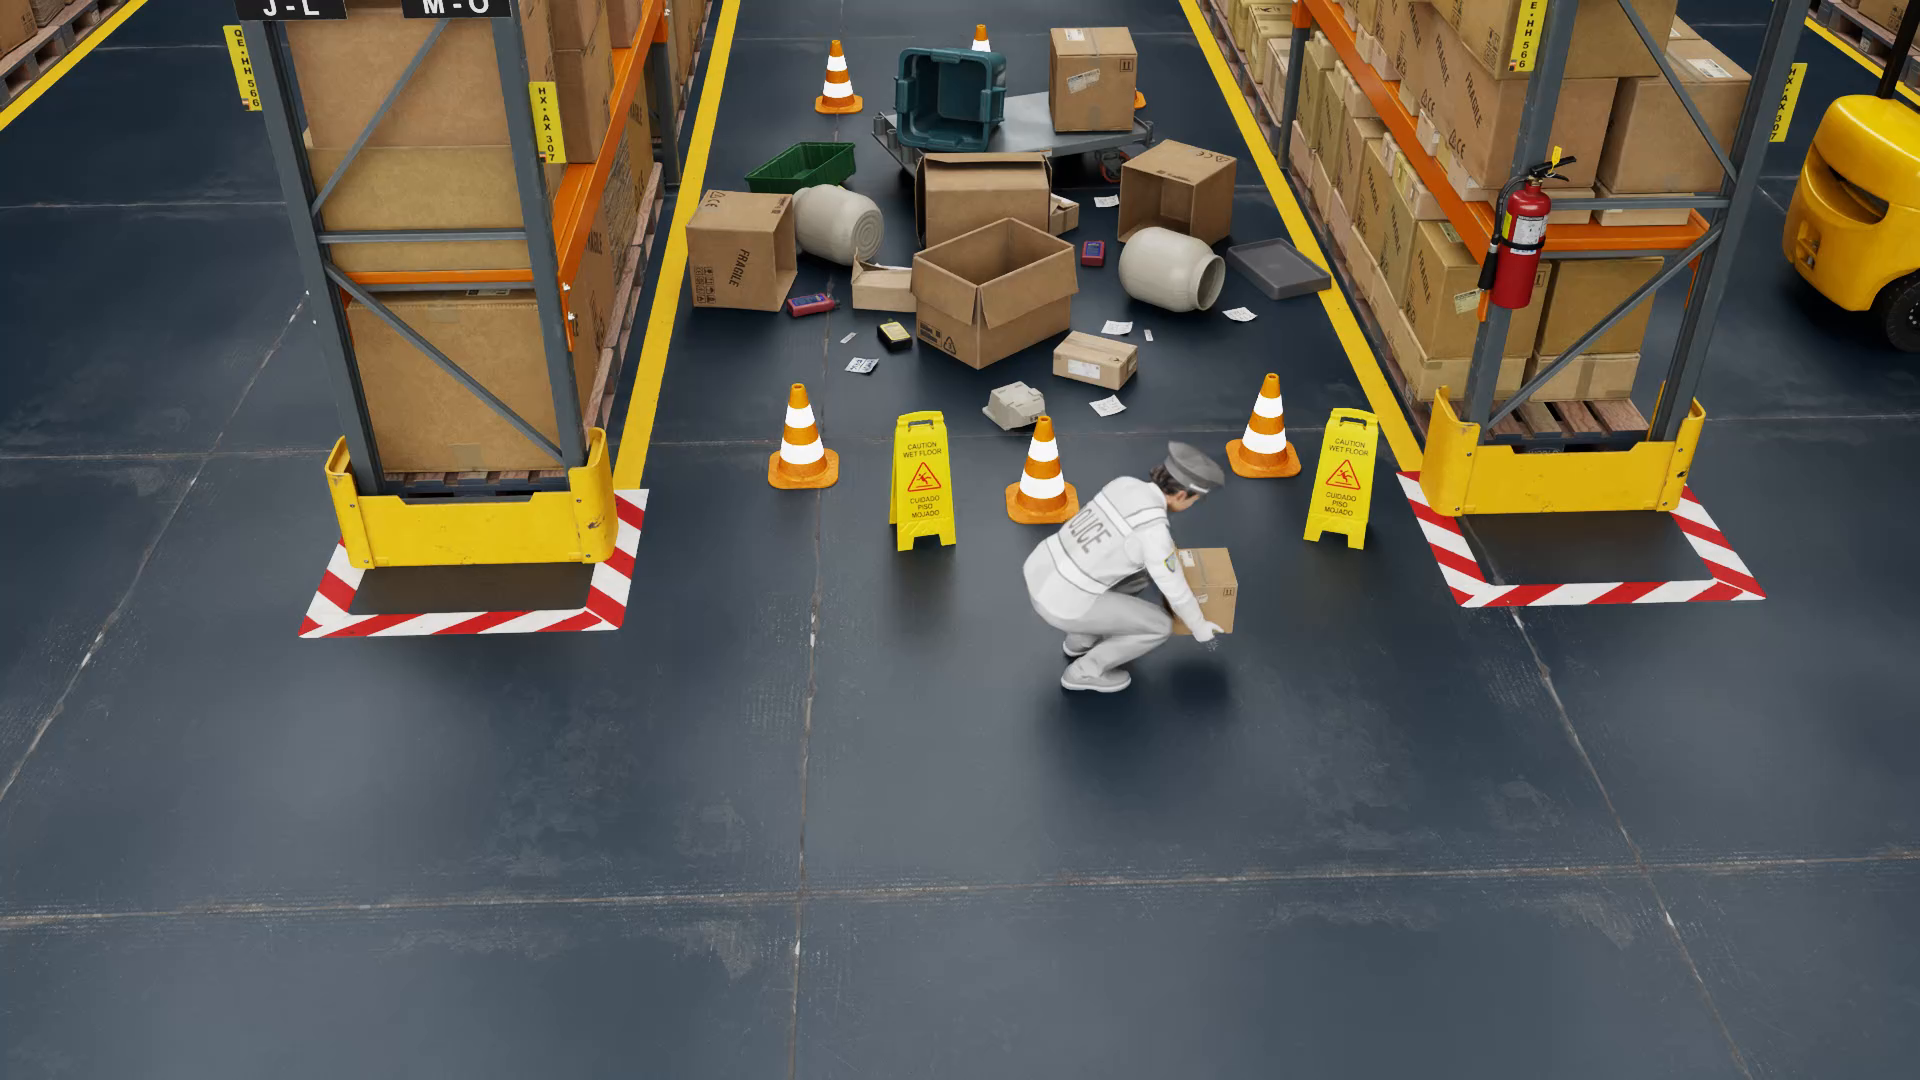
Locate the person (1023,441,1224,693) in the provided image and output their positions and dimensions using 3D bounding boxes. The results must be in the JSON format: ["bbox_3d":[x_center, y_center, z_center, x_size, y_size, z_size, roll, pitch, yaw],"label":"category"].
[{"bbox_3d":[0.662,0.103,6.598,0.822,0.989,0.471,-6,36,-8],"label":"person"}]
